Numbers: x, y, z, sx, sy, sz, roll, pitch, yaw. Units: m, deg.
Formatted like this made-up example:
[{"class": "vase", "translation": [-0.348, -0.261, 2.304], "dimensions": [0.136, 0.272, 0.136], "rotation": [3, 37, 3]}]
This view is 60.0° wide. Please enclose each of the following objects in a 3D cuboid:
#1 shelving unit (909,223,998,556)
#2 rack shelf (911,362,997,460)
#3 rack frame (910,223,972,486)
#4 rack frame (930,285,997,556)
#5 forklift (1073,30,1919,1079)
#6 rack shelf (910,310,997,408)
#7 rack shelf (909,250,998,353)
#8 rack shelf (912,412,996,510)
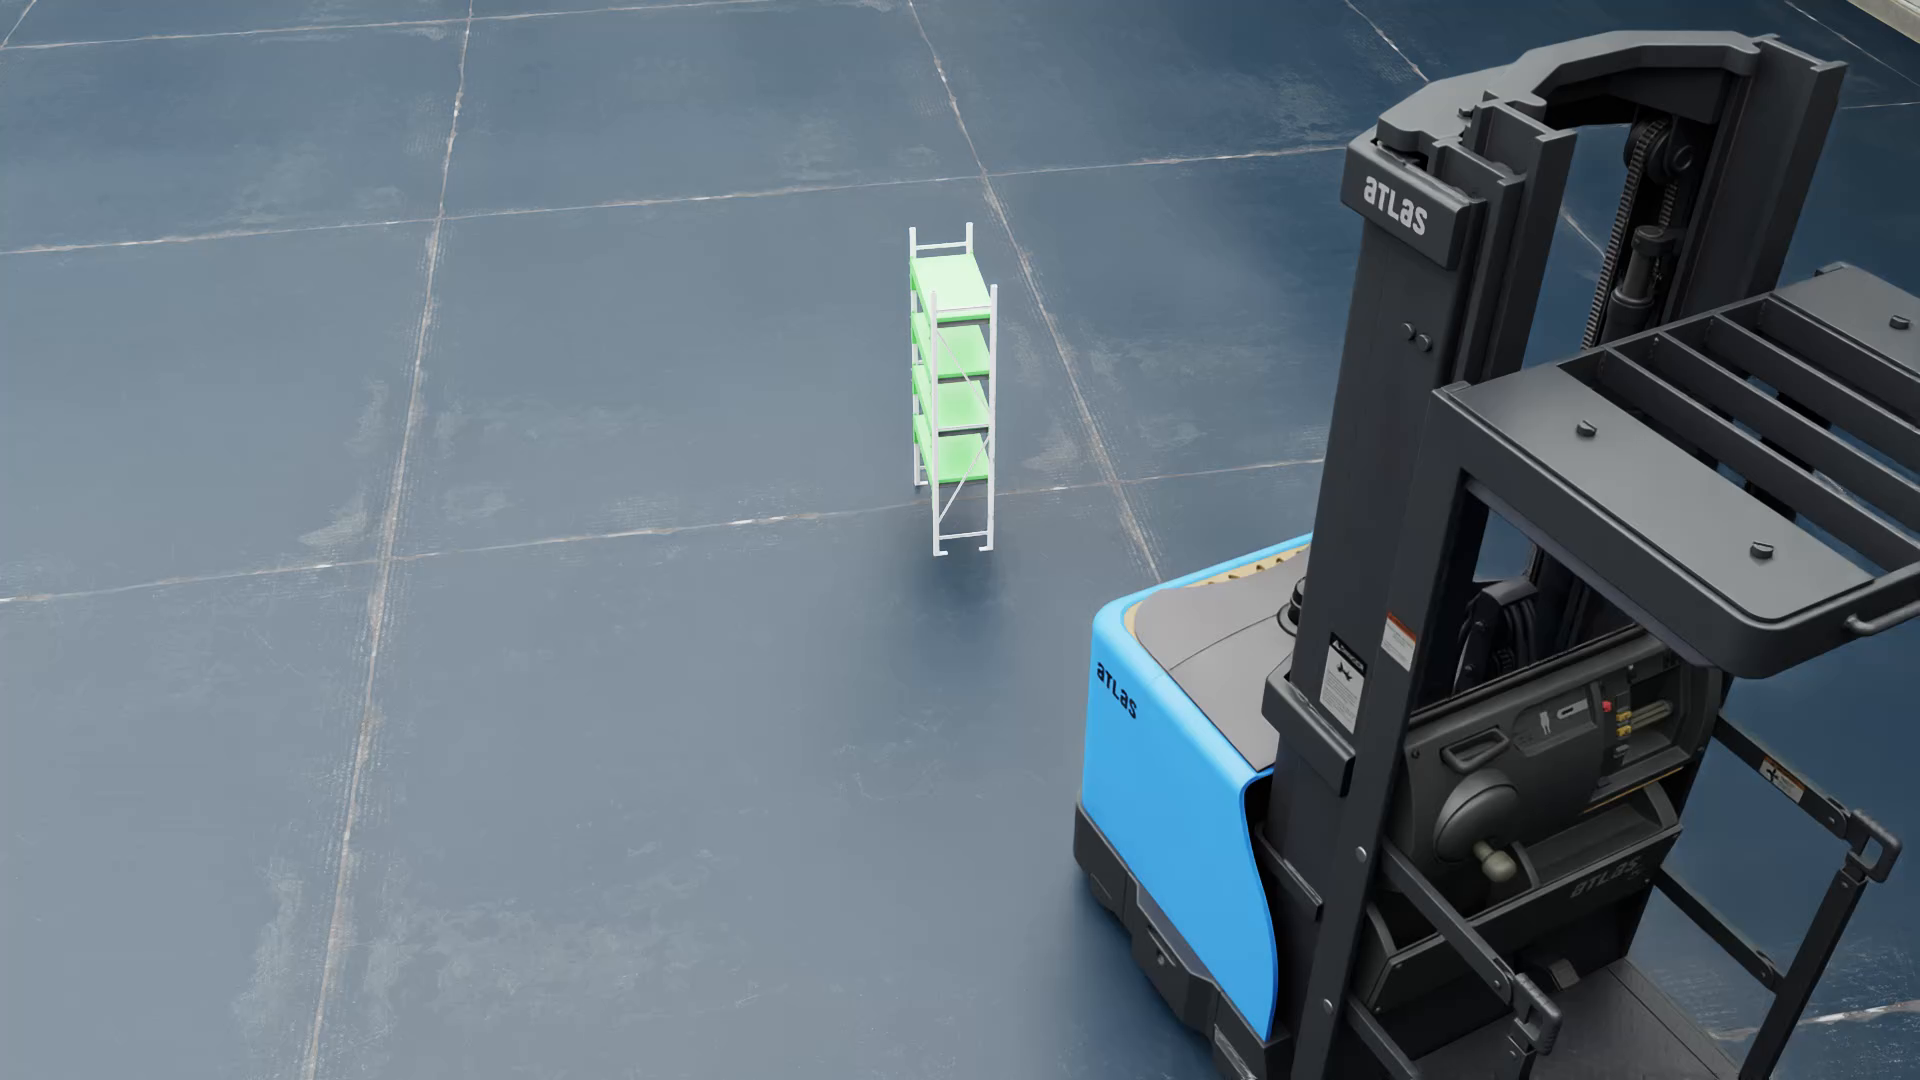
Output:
[{"class": "shelving unit", "translation": [-0.029, -0.574, 6.511], "dimensions": [0.258, 1.200, 0.503], "rotation": [-6, 38, -8]}, {"class": "rack shelf", "translation": [-0.029, -0.523, 6.550], "dimensions": [0.258, 0.148, 0.480], "rotation": [-6, 38, -8]}, {"class": "rack frame", "translation": [-0.072, -0.721, 6.700], "dimensions": [0.240, 1.200, 0.015], "rotation": [-6, 38, -8]}, {"class": "rack frame", "translation": [0.014, -0.426, 6.321], "dimensions": [0.240, 1.200, 0.015], "rotation": [-6, 38, -8]}, {"class": "forklift", "translation": [1.485, 0.551, 3.652], "dimensions": [1.130, 2.935, 3.031], "rotation": [-18, 41, -21]}, {"class": "rack shelf", "translation": [-0.029, -0.713, 6.403], "dimensions": [0.258, 0.148, 0.480], "rotation": [-6, 38, -8]}, {"class": "rack shelf", "translation": [-0.029, -0.902, 6.255], "dimensions": [0.258, 0.148, 0.480], "rotation": [-6, 38, -8]}, {"class": "rack shelf", "translation": [-0.029, -0.334, 6.697], "dimensions": [0.258, 0.148, 0.480], "rotation": [-6, 38, -8]}]
